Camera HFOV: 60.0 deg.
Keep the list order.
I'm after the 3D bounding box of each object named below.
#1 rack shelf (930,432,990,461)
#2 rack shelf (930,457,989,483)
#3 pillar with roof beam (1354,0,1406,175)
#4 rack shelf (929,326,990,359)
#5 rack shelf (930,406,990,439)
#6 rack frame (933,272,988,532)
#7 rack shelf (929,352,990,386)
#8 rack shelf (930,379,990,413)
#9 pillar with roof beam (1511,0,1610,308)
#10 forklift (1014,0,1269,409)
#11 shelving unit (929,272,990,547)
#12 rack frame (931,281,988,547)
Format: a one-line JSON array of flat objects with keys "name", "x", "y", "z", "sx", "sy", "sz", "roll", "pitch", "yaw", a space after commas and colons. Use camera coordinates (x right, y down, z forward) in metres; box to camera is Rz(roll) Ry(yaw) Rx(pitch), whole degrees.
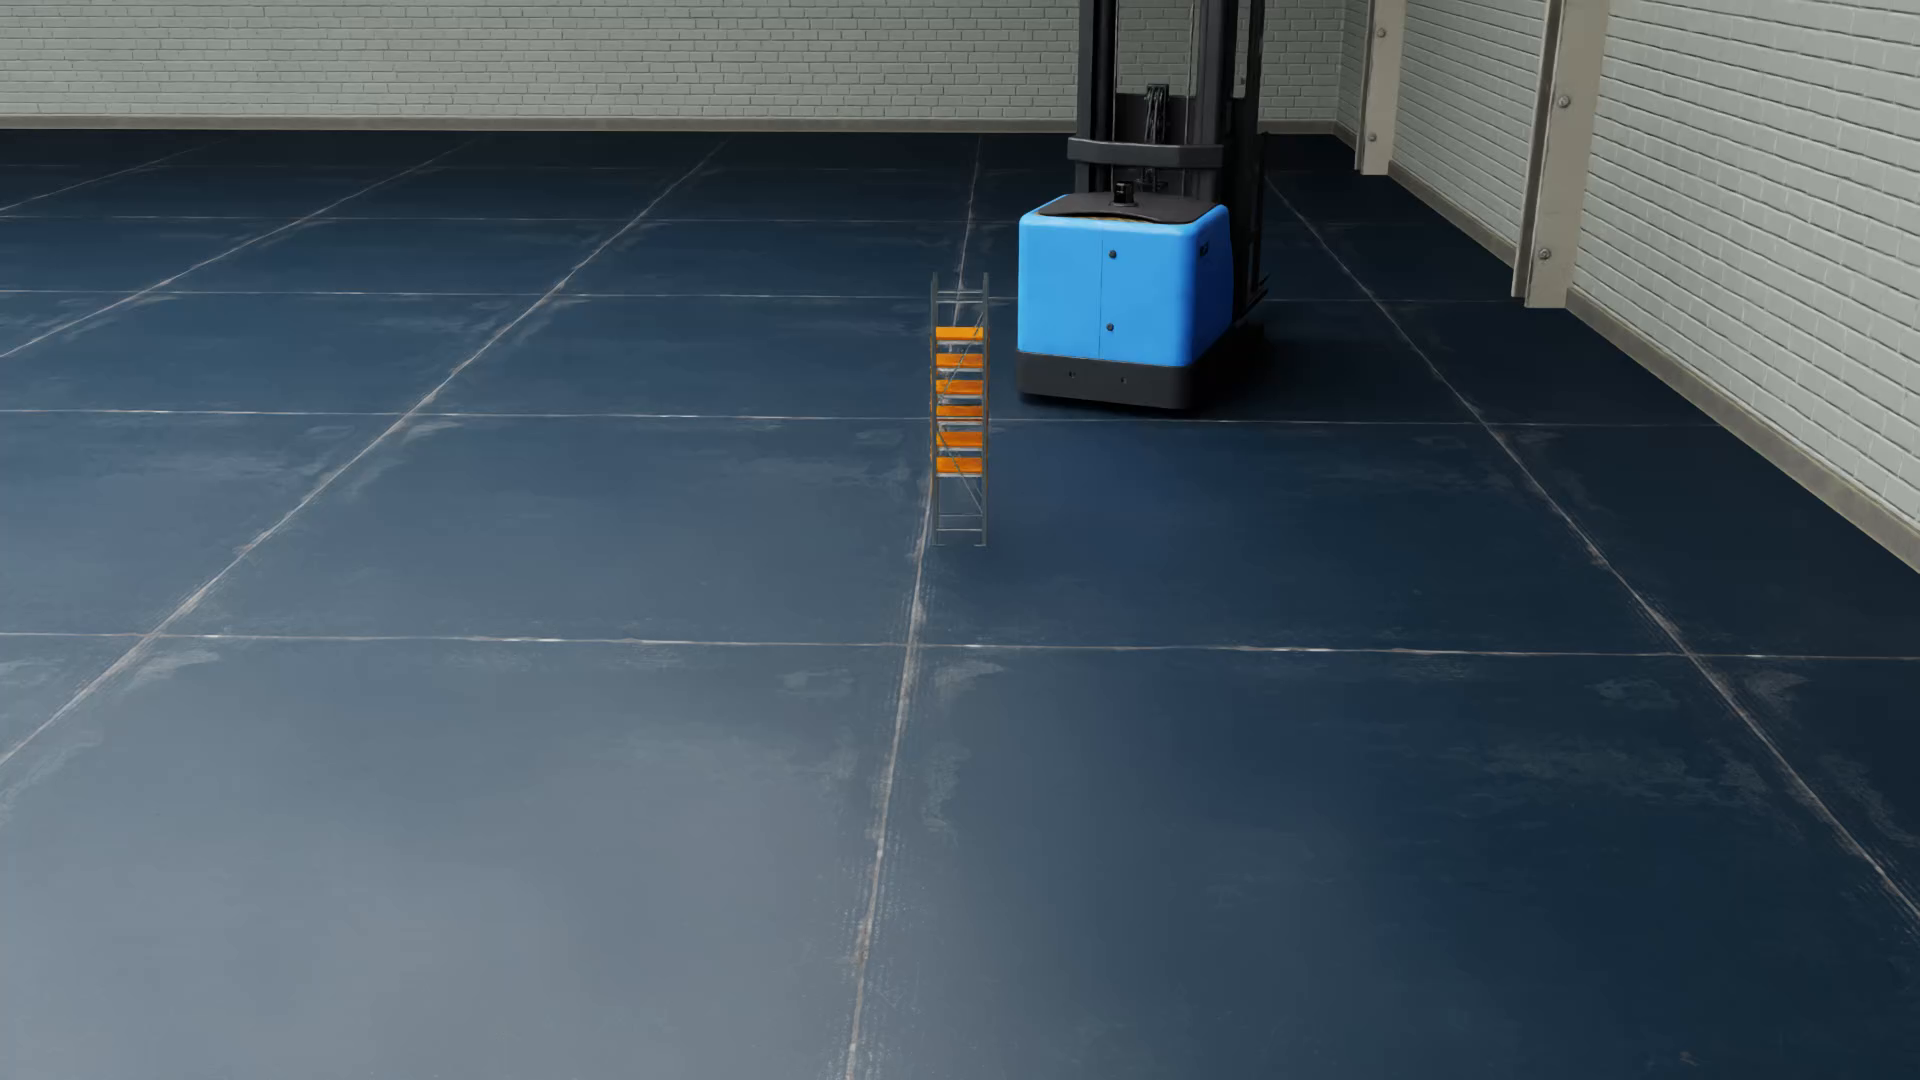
[{"name": "rack shelf", "x": 0.000, "y": -0.411, "z": 7.385, "sx": 0.258, "sy": 0.103, "sz": 0.180, "roll": 1, "pitch": 21, "yaw": 2}, {"name": "rack shelf", "x": 0.000, "y": -0.299, "z": 7.428, "sx": 0.258, "sy": 0.103, "sz": 0.180, "roll": 1, "pitch": 21, "yaw": 2}, {"name": "pillar with roof beam", "x": 0.046, "y": -8.126, "z": 16.033, "sx": 9.100, "sy": 9.000, "sz": 0.400, "roll": 1, "pitch": 21, "yaw": 2}, {"name": "rack shelf", "x": 0.000, "y": -0.859, "z": 7.211, "sx": 0.258, "sy": 0.103, "sz": 0.180, "roll": 1, "pitch": 21, "yaw": 2}, {"name": "rack shelf", "x": 0.000, "y": -0.523, "z": 7.341, "sx": 0.258, "sy": 0.103, "sz": 0.180, "roll": 1, "pitch": 21, "yaw": 2}, {"name": "rack frame", "x": 0.003, "y": -0.598, "z": 7.411, "sx": 0.240, "sy": 1.200, "sz": 0.006, "roll": 1, "pitch": 21, "yaw": 2}, {"name": "rack shelf", "x": 0.000, "y": -0.747, "z": 7.255, "sx": 0.258, "sy": 0.103, "sz": 0.180, "roll": 1, "pitch": 21, "yaw": 2}, {"name": "rack shelf", "x": 0.000, "y": -0.635, "z": 7.298, "sx": 0.258, "sy": 0.103, "sz": 0.180, "roll": 1, "pitch": 21, "yaw": 2}, {"name": "pillar with roof beam", "x": -0.137, "y": -5.957, "z": 10.442, "sx": 9.100, "sy": 9.000, "sz": 0.400, "roll": 1, "pitch": 21, "yaw": 2}, {"name": "forklift", "x": 1.322, "y": -2.589, "z": 10.151, "sx": 1.130, "sy": 2.935, "sz": 3.031, "roll": 8, "pitch": 23, "yaw": 20}, {"name": "shelving unit", "x": 0.000, "y": -0.565, "z": 7.325, "sx": 0.258, "sy": 1.200, "sz": 0.189, "roll": 1, "pitch": 21, "yaw": 2}, {"name": "rack frame", "x": -0.002, "y": -0.532, "z": 7.240, "sx": 0.240, "sy": 1.200, "sz": 0.006, "roll": 1, "pitch": 21, "yaw": 2}]
